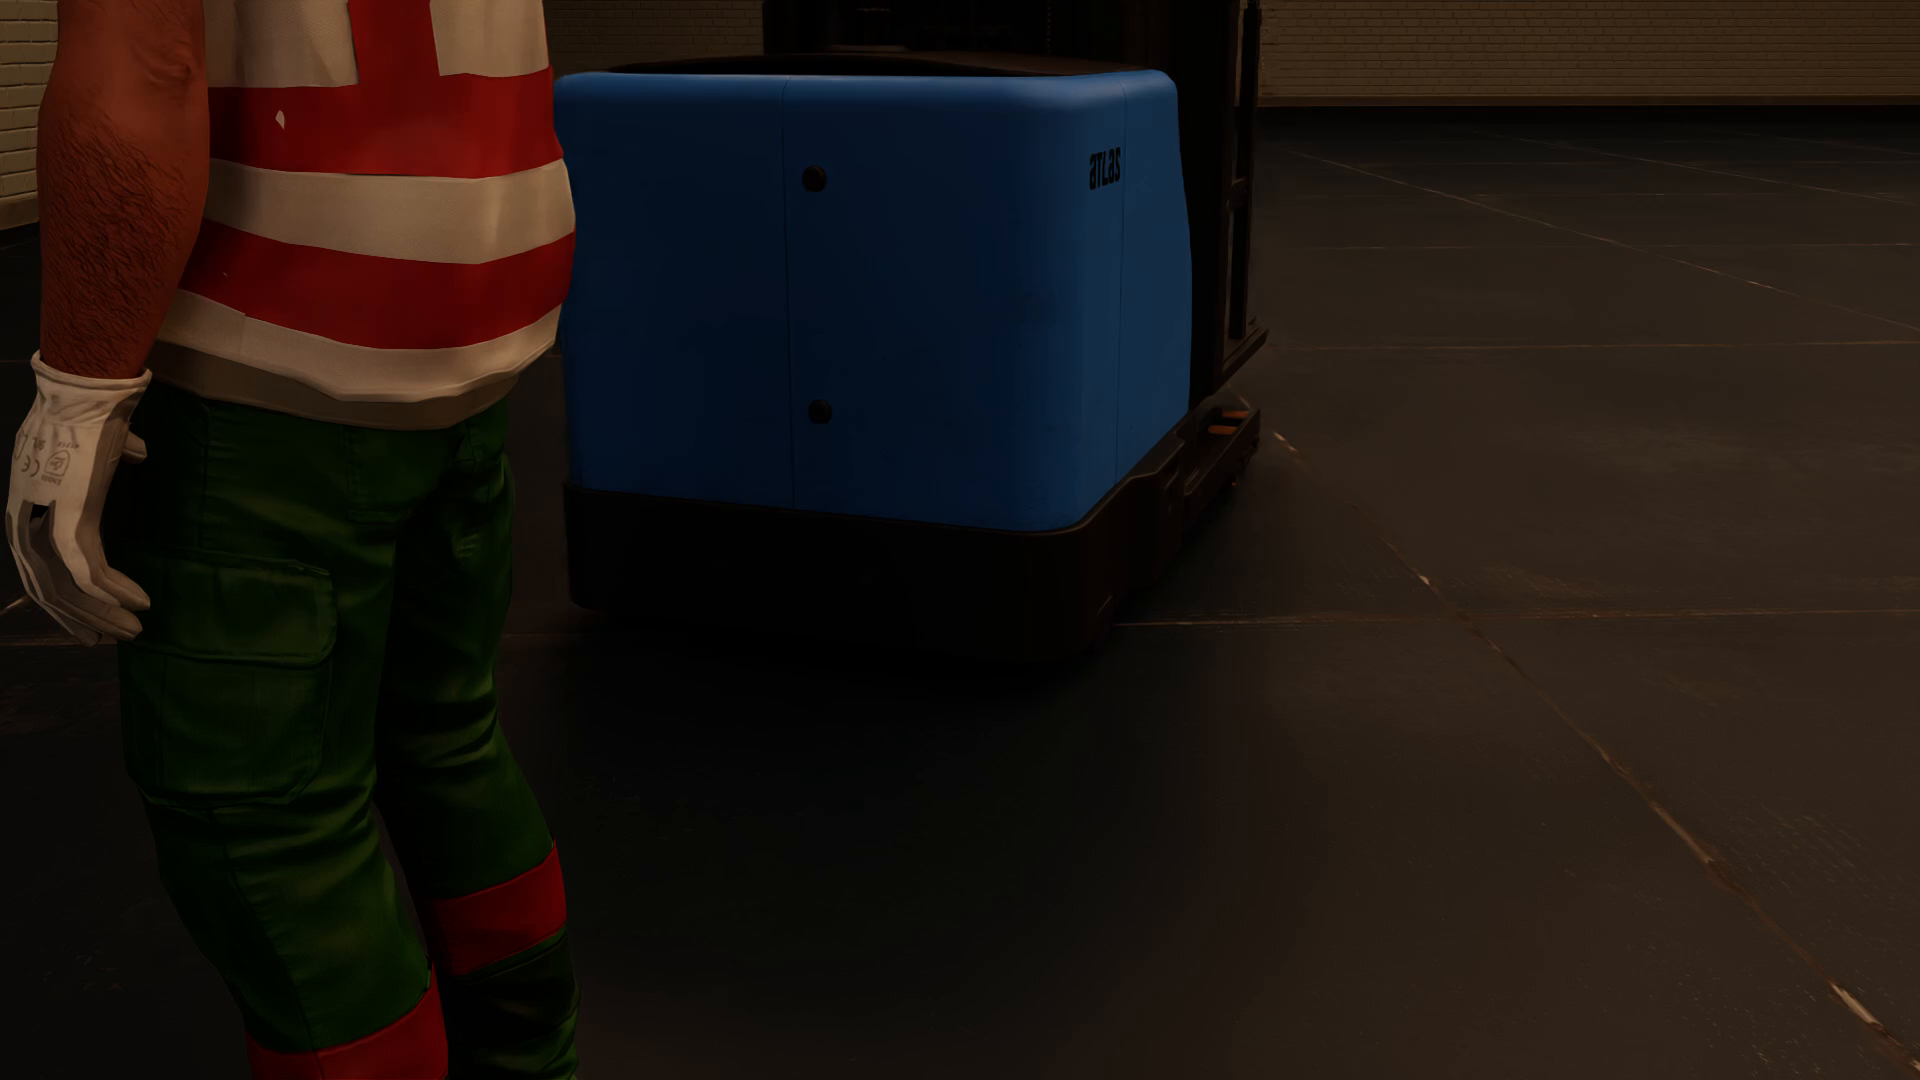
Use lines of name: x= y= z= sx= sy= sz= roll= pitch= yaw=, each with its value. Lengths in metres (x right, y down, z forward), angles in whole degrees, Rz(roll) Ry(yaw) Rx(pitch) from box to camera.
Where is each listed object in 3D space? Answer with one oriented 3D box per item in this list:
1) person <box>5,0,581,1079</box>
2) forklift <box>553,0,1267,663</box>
person: x=-0.555 y=-0.148 z=1.367 sx=0.450 sy=1.779 sz=0.619 roll=2 pitch=17 yaw=8
forklift: x=0.189 y=-1.573 z=4.049 sx=1.130 sy=2.935 sz=3.031 roll=6 pitch=18 yaw=18
